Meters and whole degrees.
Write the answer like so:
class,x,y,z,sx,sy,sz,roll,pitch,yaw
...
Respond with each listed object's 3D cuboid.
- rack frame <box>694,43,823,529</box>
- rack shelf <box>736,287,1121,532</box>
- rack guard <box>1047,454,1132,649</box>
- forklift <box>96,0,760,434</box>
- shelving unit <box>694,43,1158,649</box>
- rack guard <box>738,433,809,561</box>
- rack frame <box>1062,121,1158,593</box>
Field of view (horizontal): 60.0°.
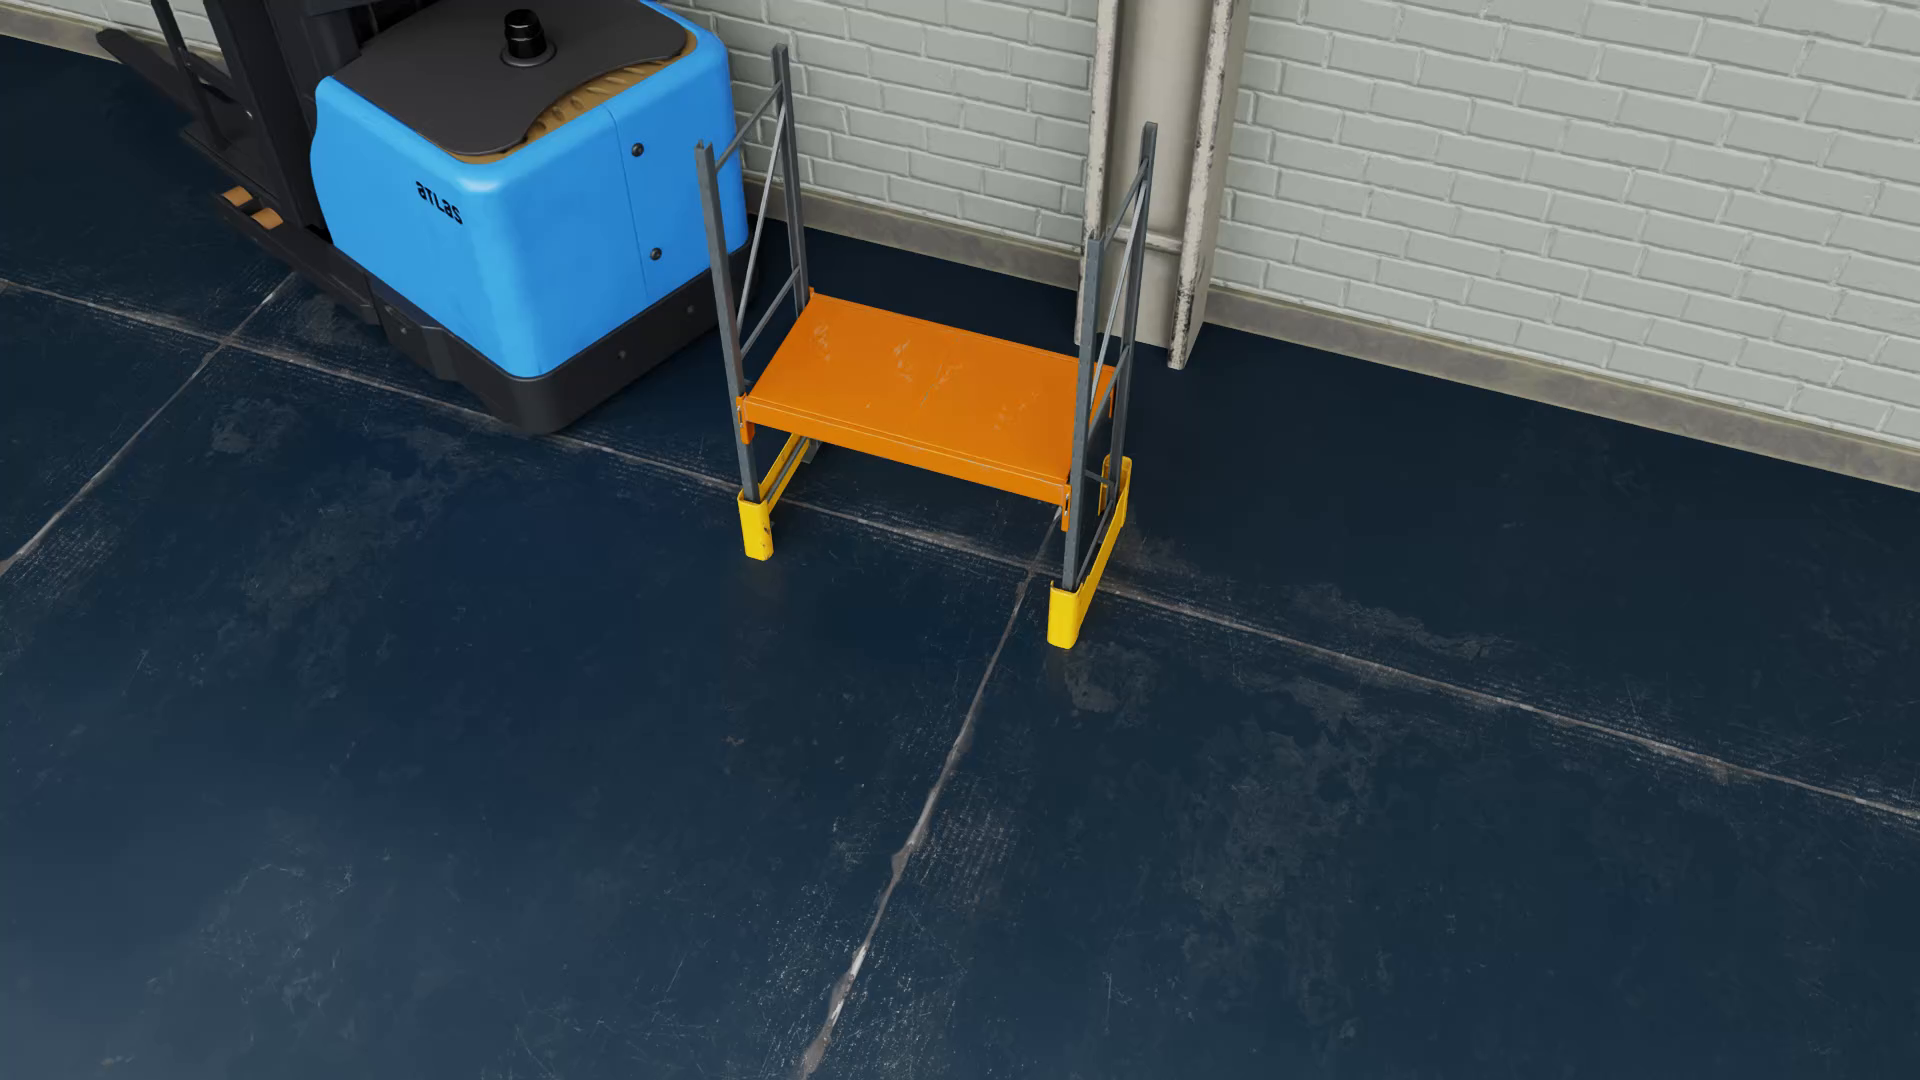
class,x,y,z,sx,sy,sz,roll,pitch,yaw
rack frame,-0.557,-0.647,4.818,0.032,1.500,0.500,16,51,13
rack shelf,-0.080,-0.396,4.839,1.000,0.185,0.538,16,51,13
rack guard,0.396,0.029,5.060,0.087,0.250,0.587,16,51,13
forklift,-2.149,-2.285,5.291,3.031,2.935,1.130,34,57,26
shelving unit,-0.072,-0.511,4.701,1.083,1.500,0.587,16,51,13
rack guard,-0.539,-0.232,5.286,0.087,0.250,0.587,16,51,13
rack frame,0.397,-0.380,4.587,0.032,1.500,0.500,16,51,13
